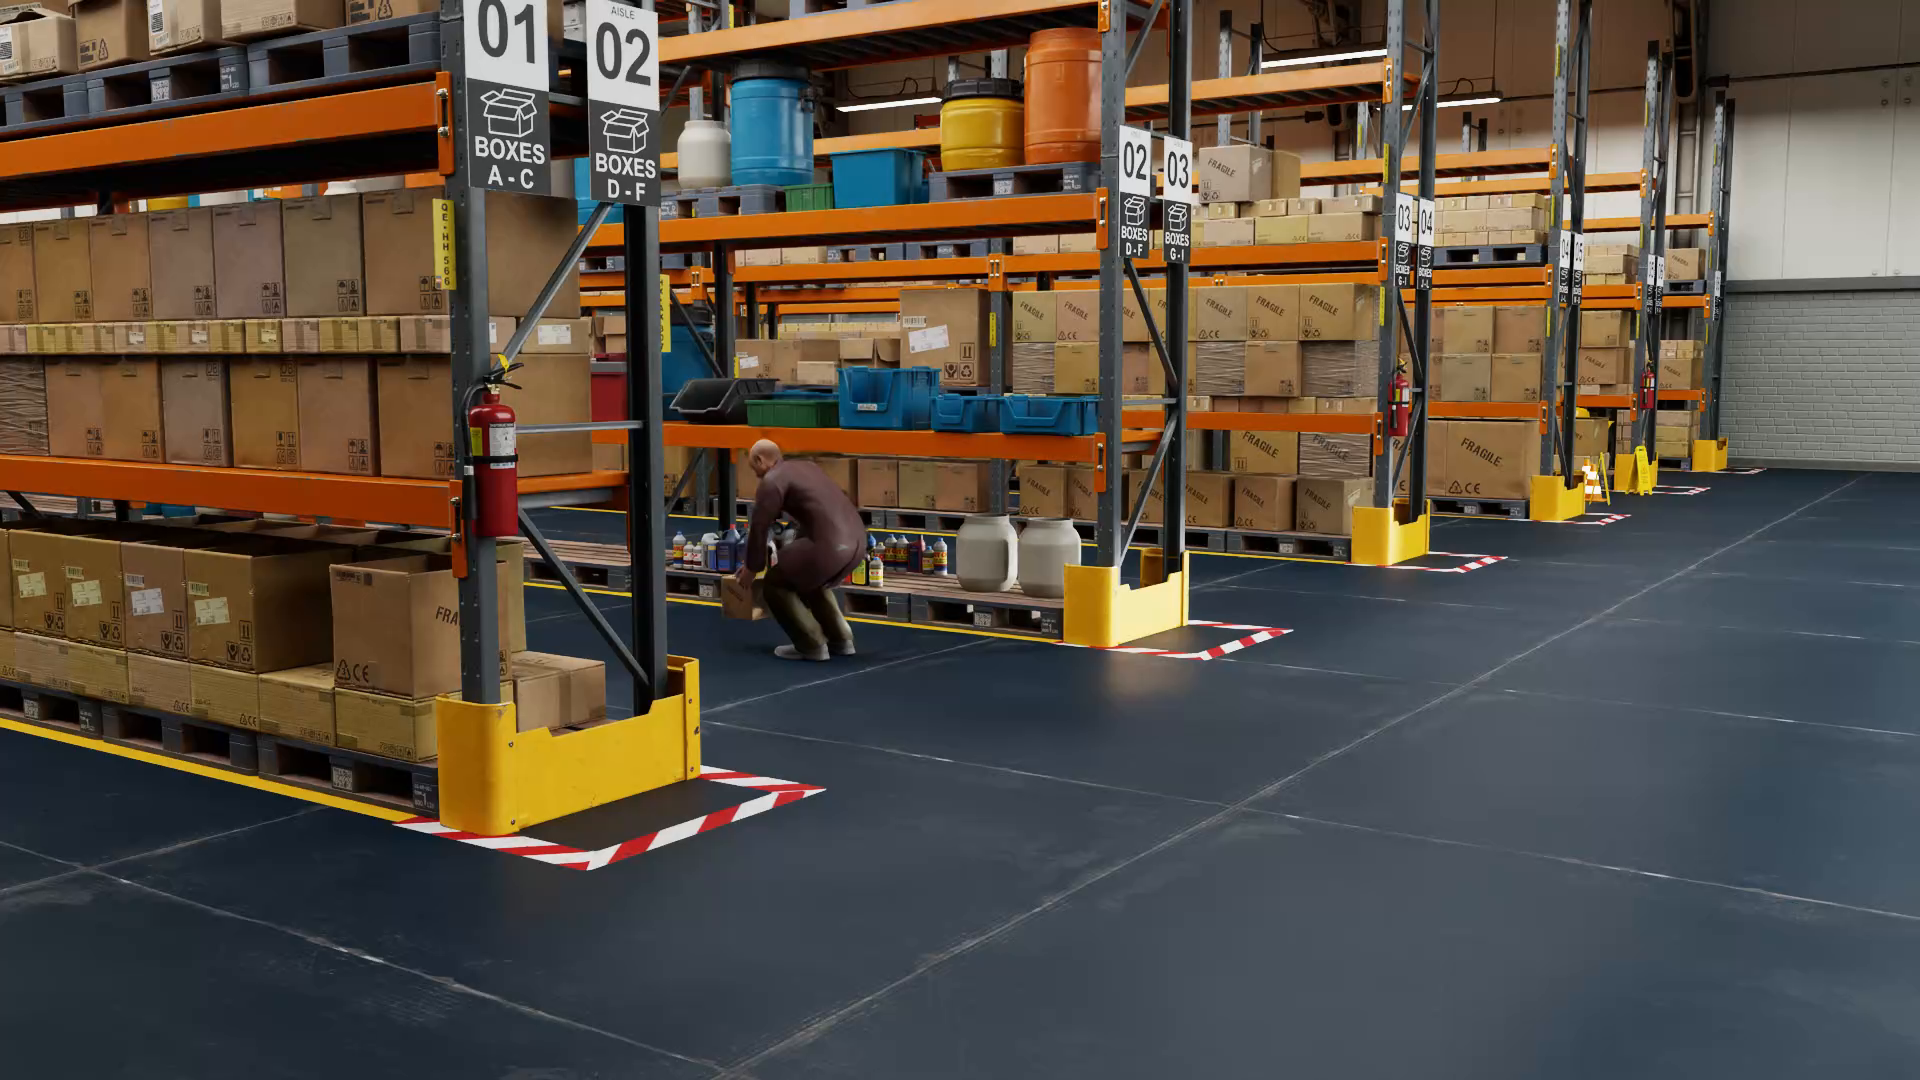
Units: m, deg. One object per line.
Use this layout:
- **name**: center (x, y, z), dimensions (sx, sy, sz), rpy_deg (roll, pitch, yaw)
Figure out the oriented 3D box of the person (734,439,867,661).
- **person**: center (-0.935, 0.054, 9.971), dimensions (0.776, 1.306, 0.634), rpy_deg (4, 7, 34)
